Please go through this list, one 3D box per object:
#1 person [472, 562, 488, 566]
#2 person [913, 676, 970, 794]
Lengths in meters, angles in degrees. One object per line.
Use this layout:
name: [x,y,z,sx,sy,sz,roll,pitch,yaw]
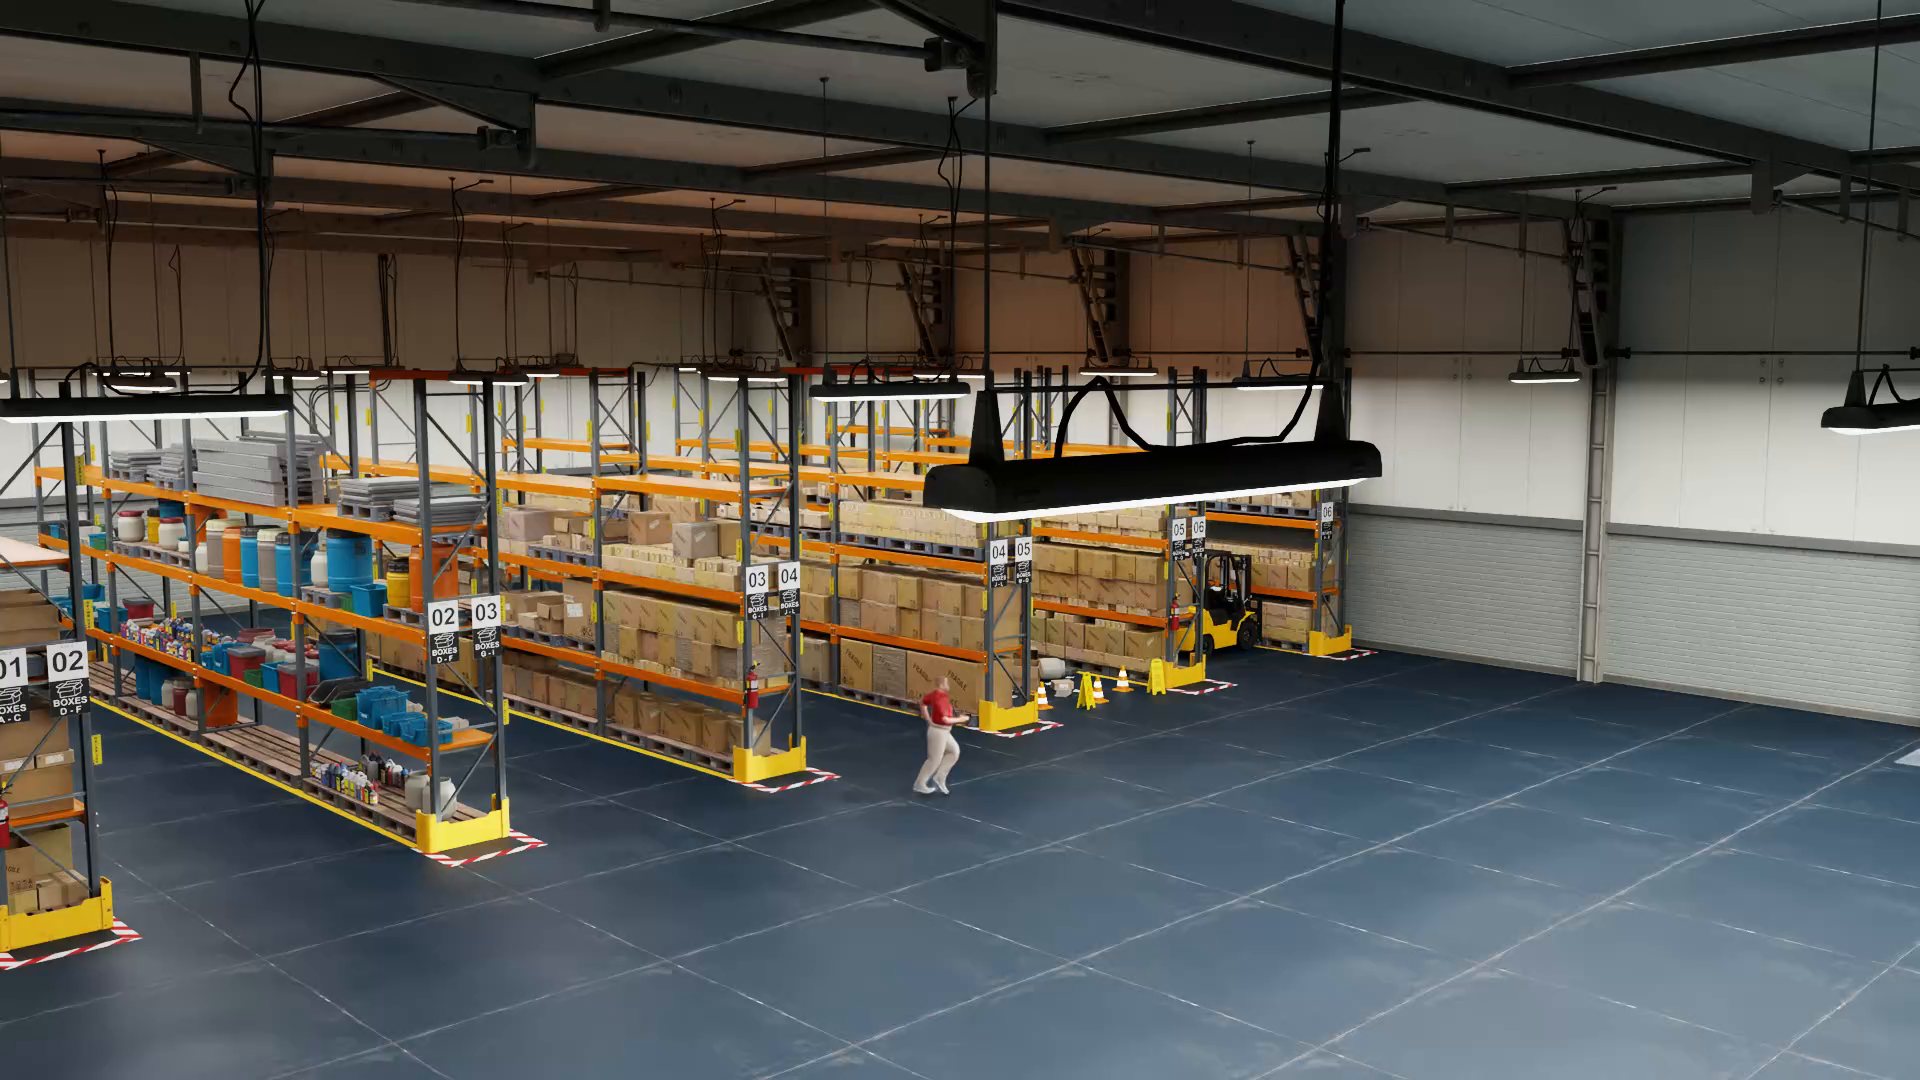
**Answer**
person: [-11.509,1.052,39.621,0.680,1.654,0.477,2,7,16]
person: [-0.262,2.808,23.801,0.801,1.758,0.632,0,6,-4]
